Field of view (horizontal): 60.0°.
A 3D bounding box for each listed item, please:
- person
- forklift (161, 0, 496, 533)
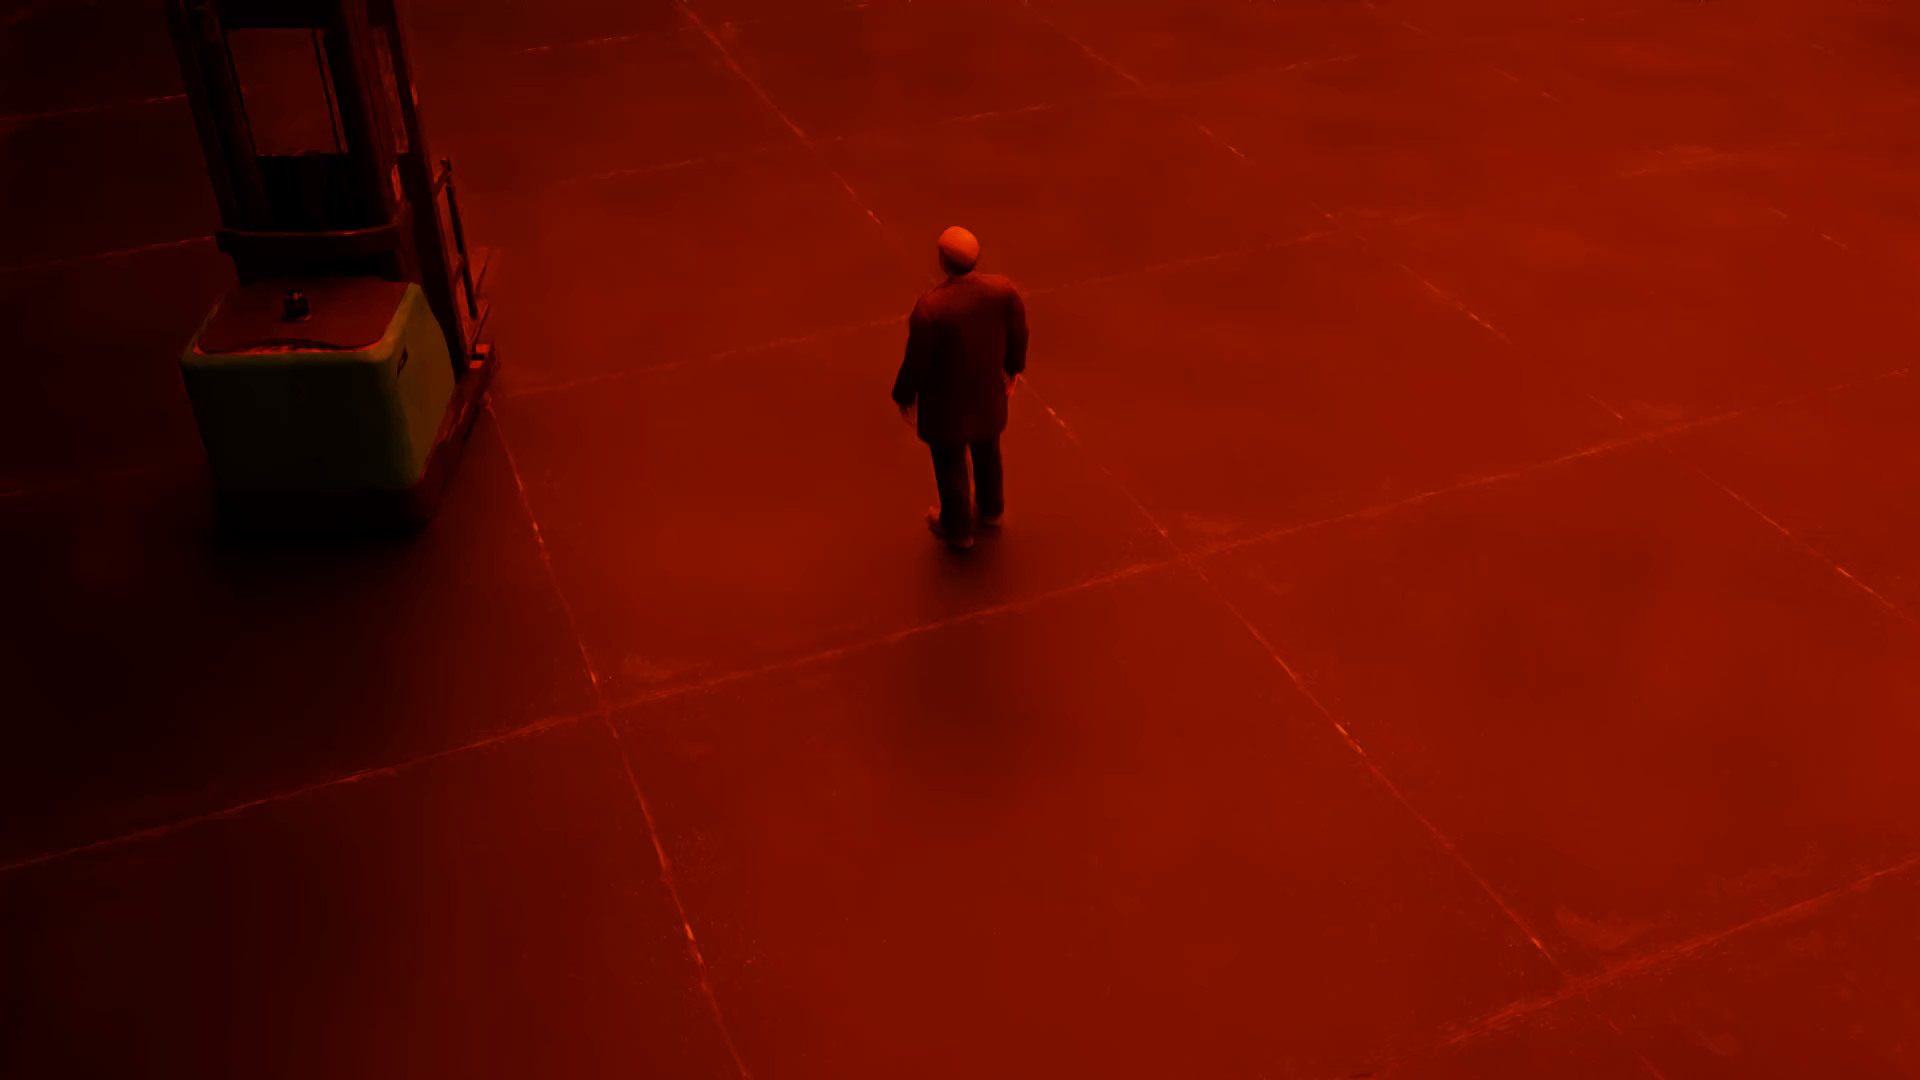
[{"bbox_3d":[-0.032,-0.780,8.178,0.694,1.776,0.580,-14,38,-19],"label":"person"},{"bbox_3d":[-3.360,-2.060,8.995,1.130,2.935,3.031,-2,35,-2],"label":"forklift"}]
